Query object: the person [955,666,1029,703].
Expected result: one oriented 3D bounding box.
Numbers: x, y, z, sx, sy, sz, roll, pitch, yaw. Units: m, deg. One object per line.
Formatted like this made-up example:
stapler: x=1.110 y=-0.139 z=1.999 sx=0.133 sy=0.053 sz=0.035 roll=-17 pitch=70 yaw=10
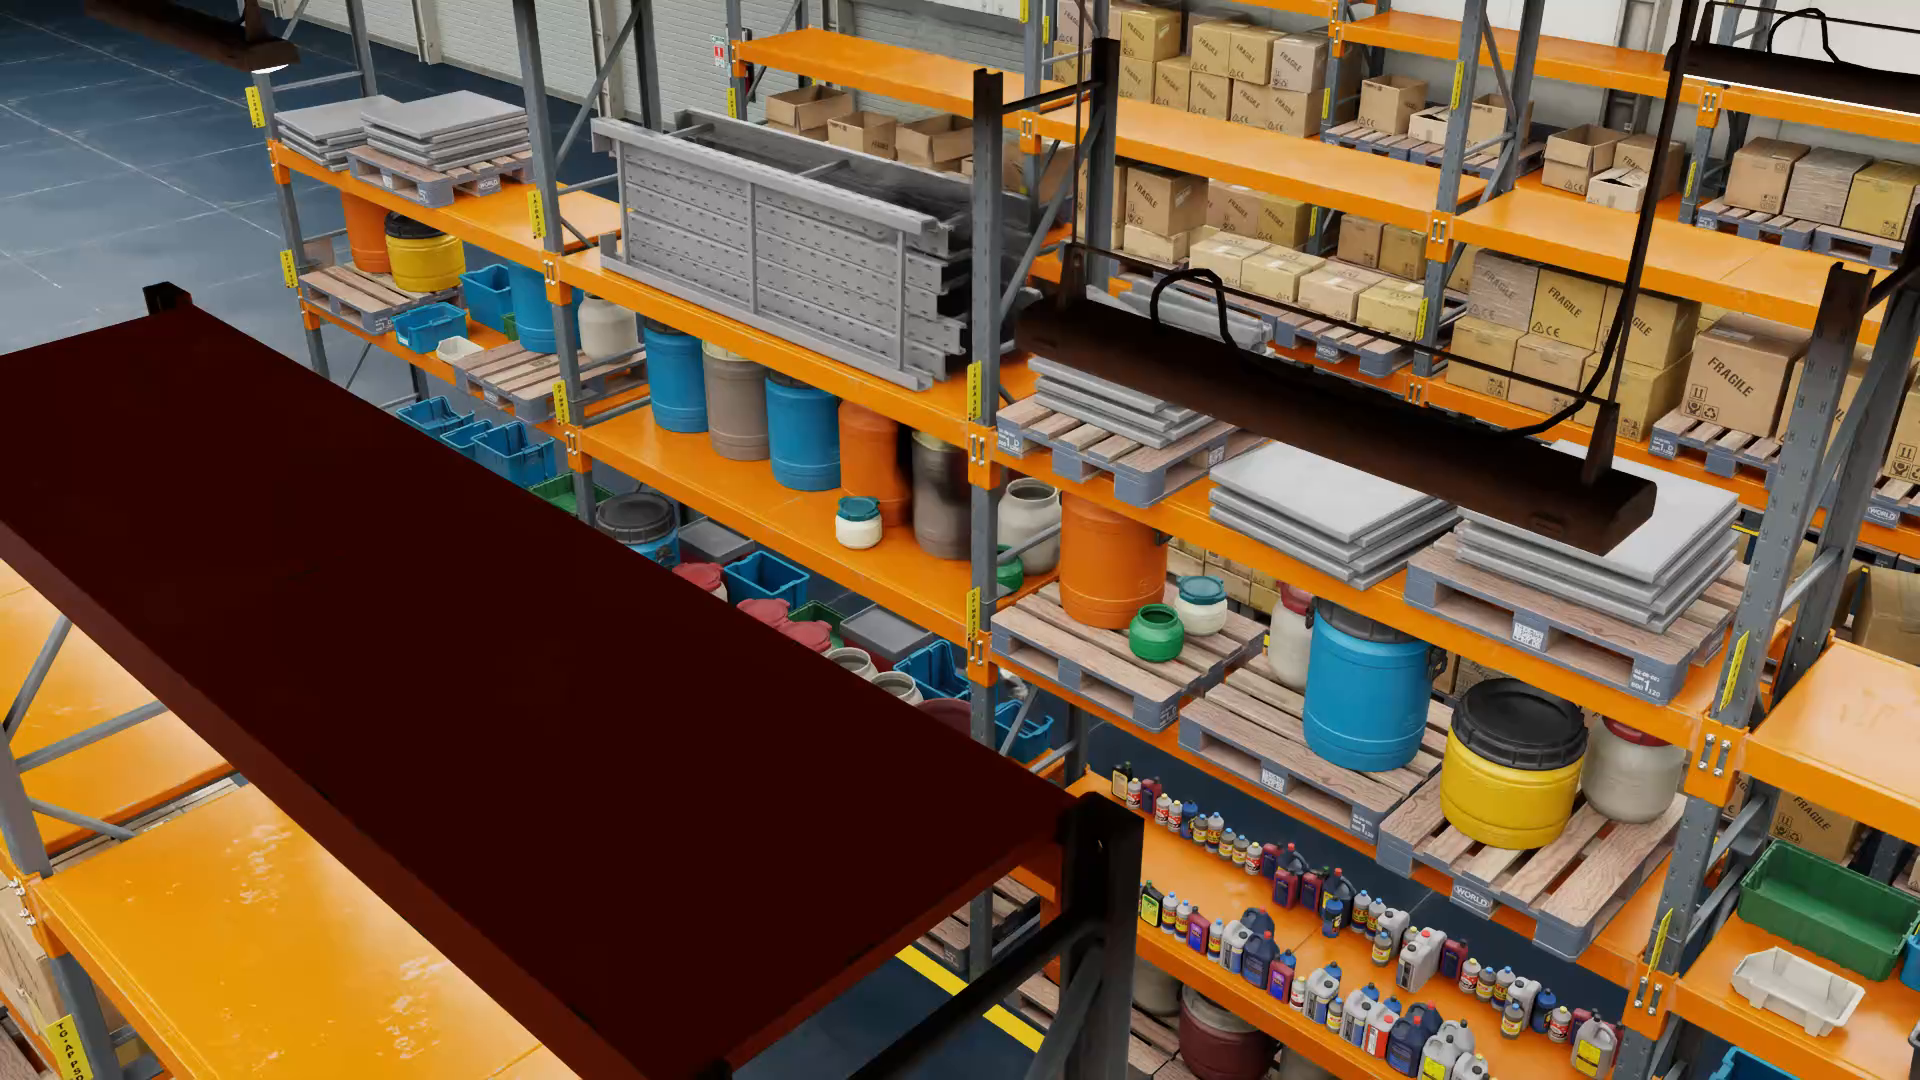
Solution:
person: x=0.262 y=0.490 z=12.959 sx=0.893 sy=1.797 sz=0.667 roll=22 pitch=36 yaw=33
